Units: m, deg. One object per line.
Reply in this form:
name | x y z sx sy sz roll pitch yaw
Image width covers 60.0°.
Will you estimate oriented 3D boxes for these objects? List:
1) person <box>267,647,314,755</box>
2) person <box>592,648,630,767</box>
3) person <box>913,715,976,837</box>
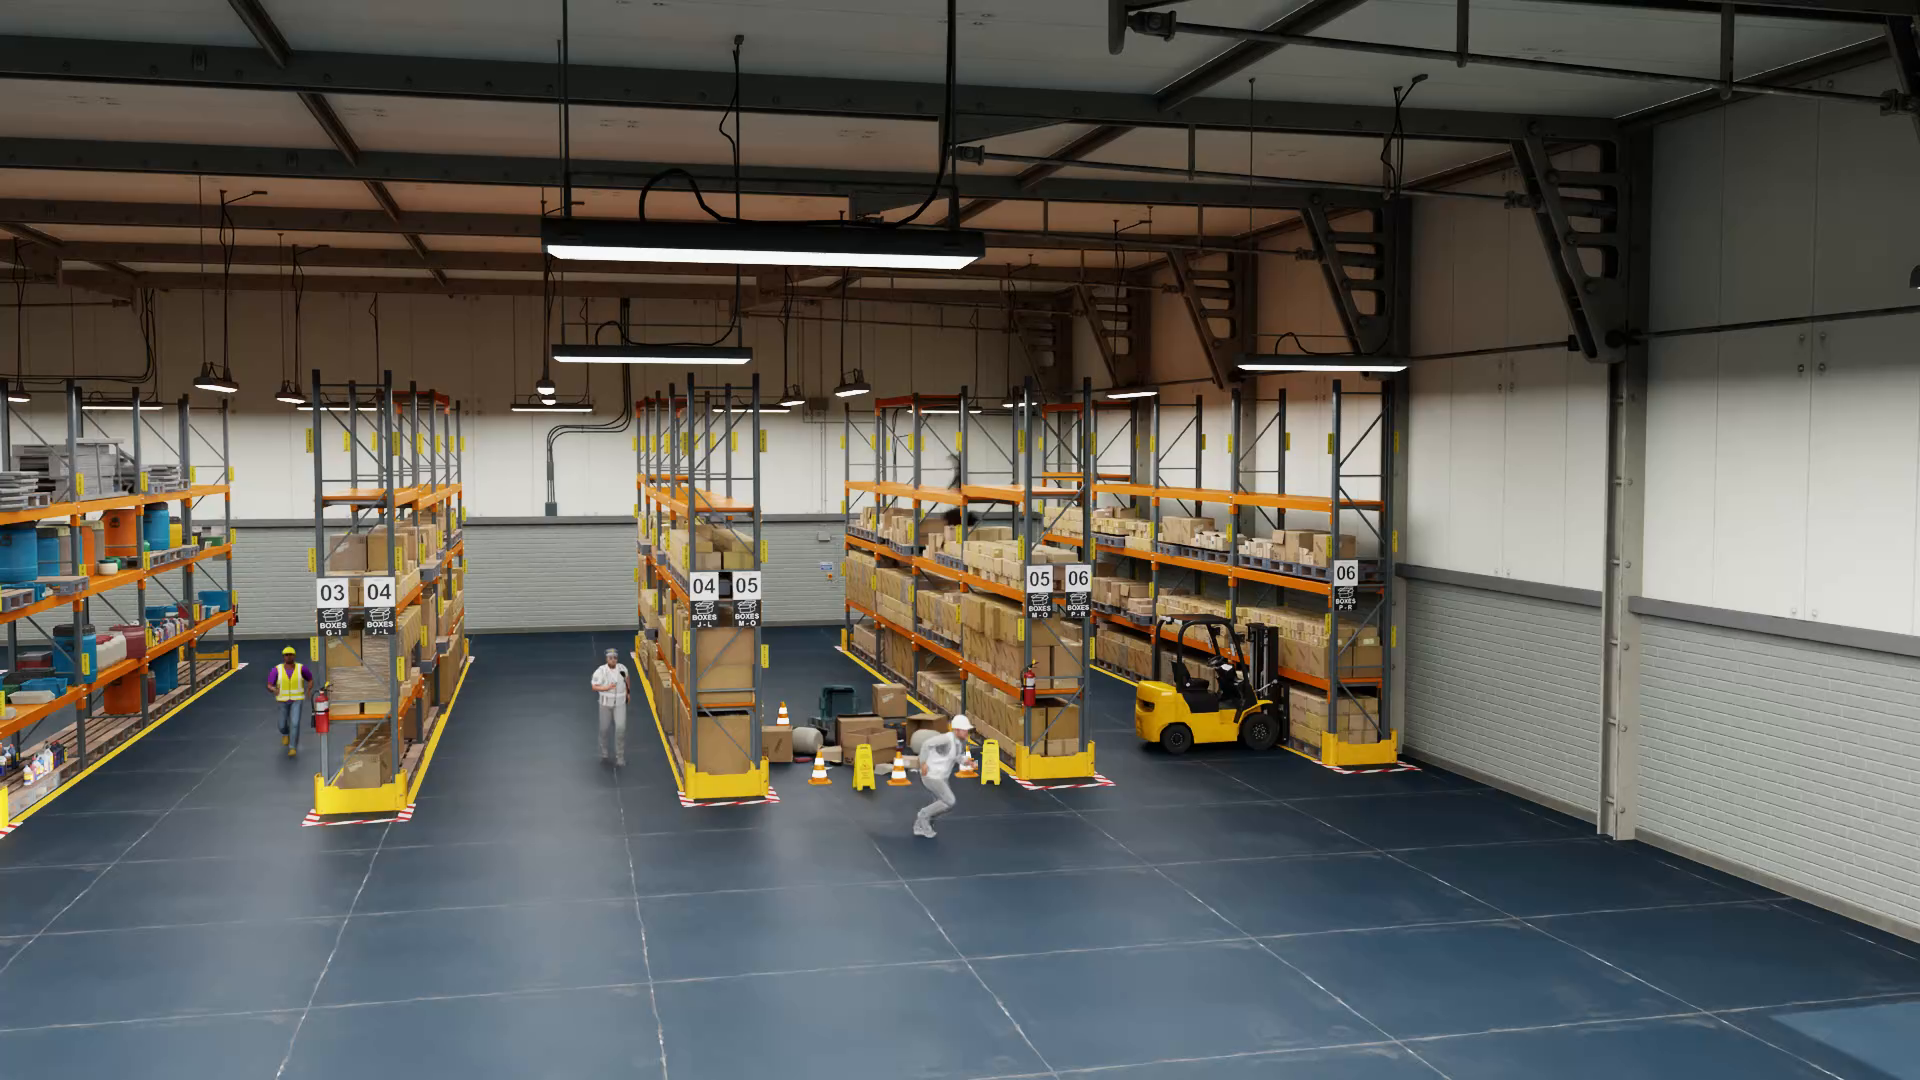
person | -10.807 2.589 26.852 0.714 1.733 0.791 -1 3 -19
person | -5.482 2.592 26.146 0.641 1.816 0.915 -1 4 -23
person | -0.227 2.992 20.970 0.866 1.600 0.685 2 4 26
